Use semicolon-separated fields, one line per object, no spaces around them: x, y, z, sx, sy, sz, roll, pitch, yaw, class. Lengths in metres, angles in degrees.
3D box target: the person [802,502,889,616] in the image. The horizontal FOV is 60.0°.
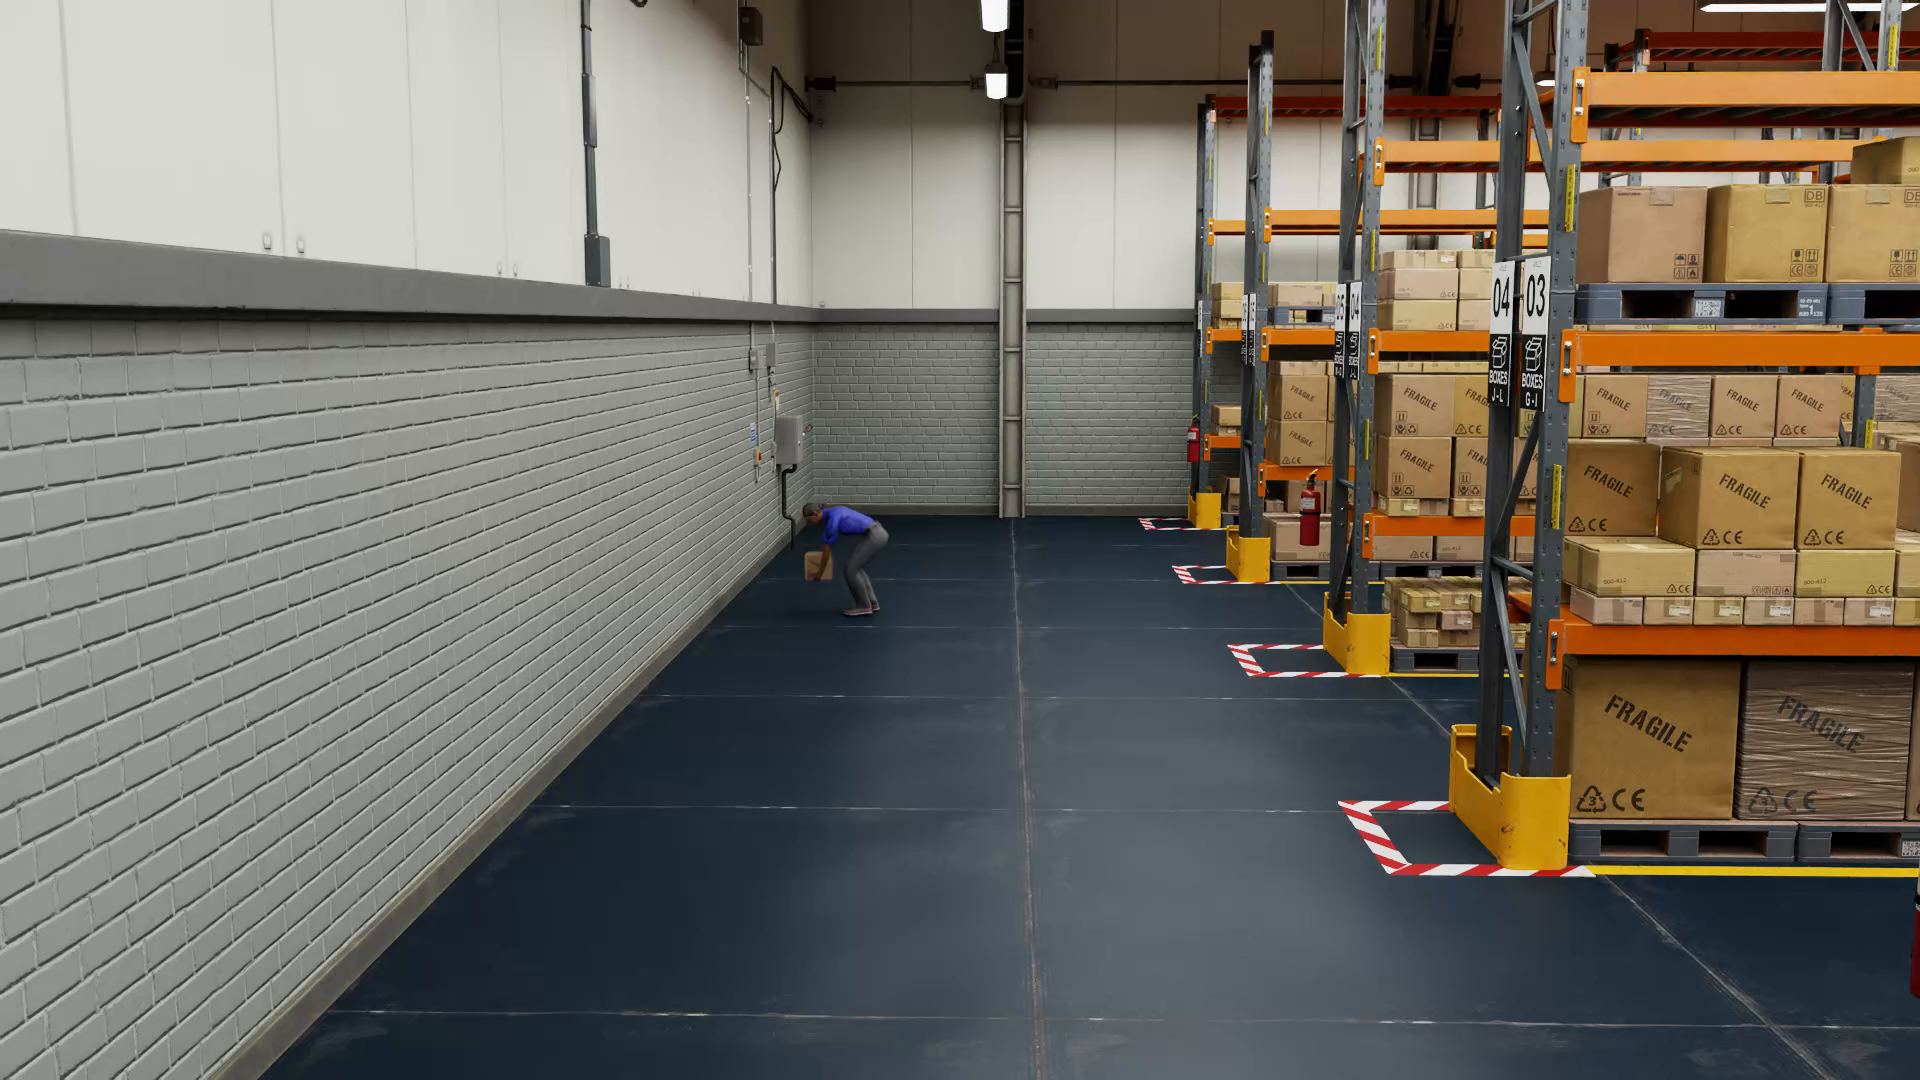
-1.133;0.179;16.505;0.846;1.126;0.437;0;7;-1;person
